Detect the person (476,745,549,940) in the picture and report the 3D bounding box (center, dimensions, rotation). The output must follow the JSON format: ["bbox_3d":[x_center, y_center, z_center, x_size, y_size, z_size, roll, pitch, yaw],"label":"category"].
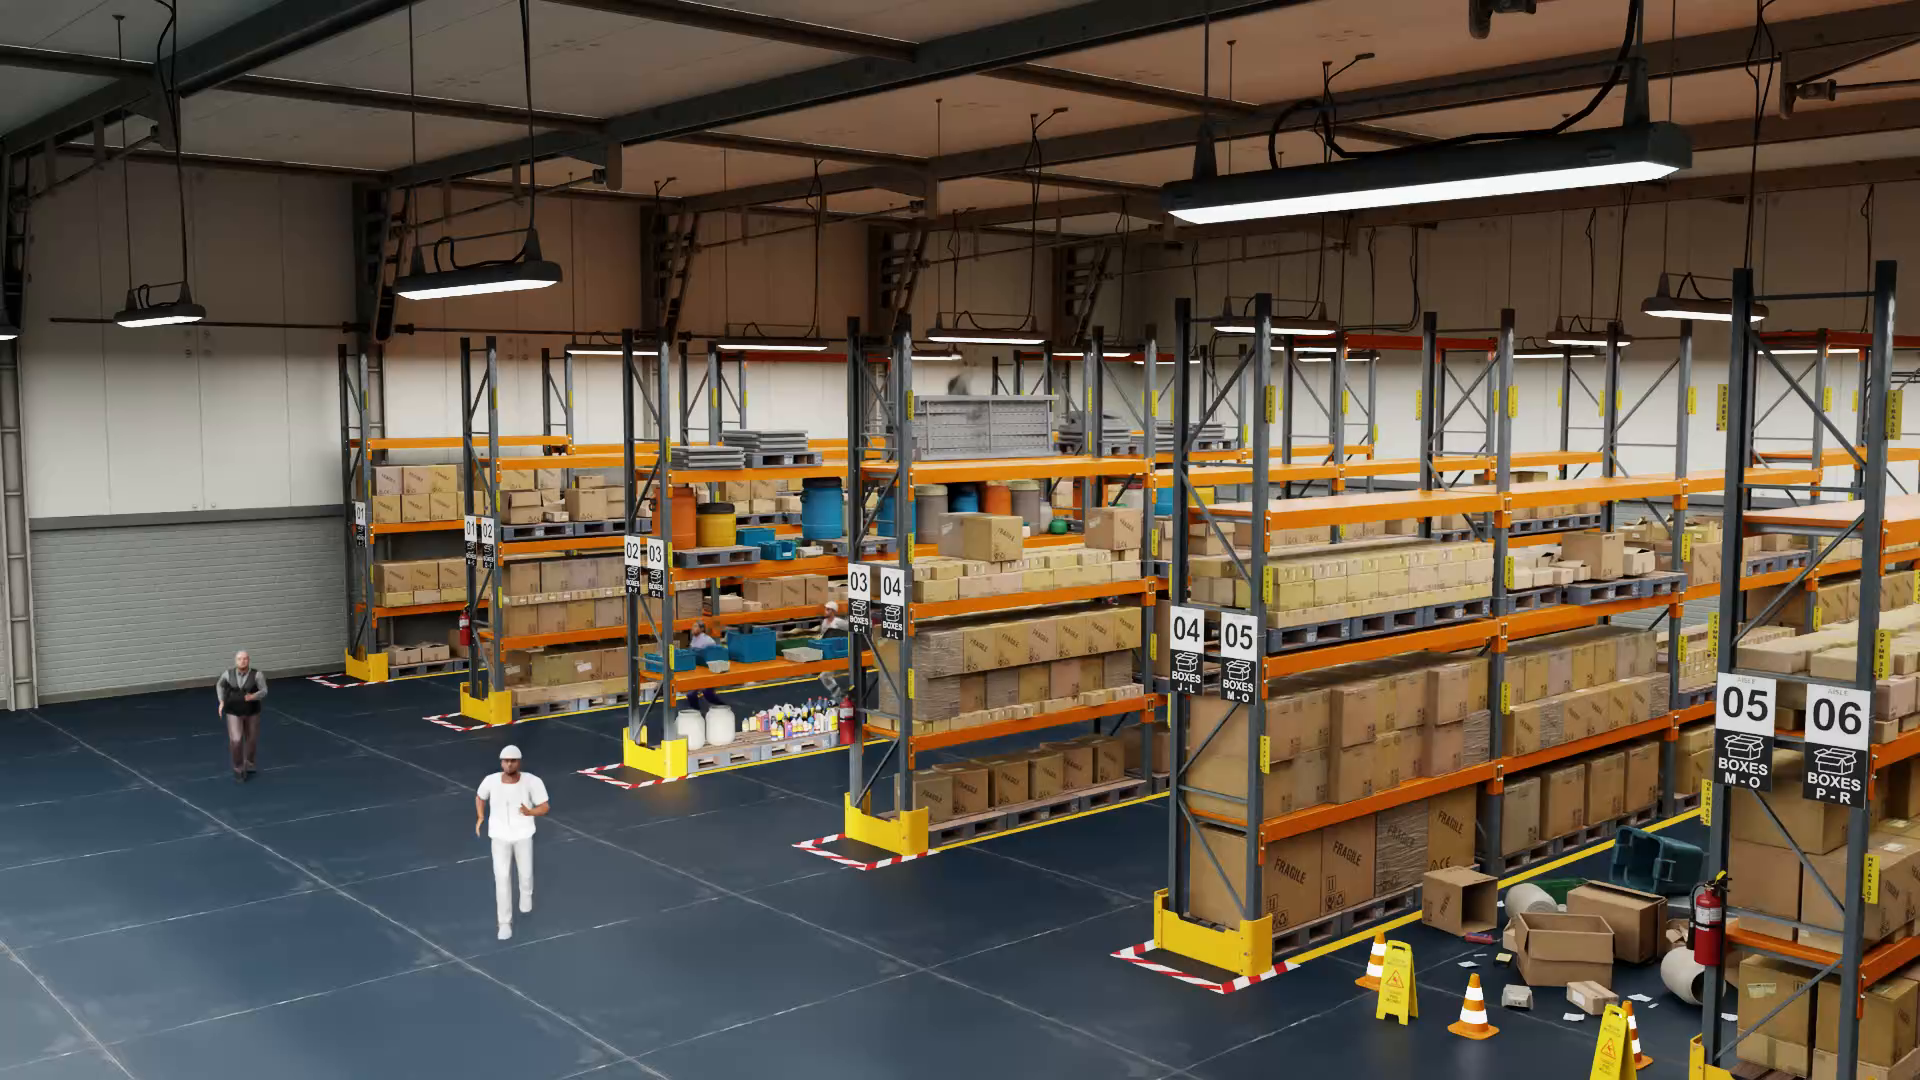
[{"bbox_3d":[-4.291,2.834,15.940,0.703,1.747,0.991,-1,5,-11],"label":"person"}]

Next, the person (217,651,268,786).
[{"bbox_3d":[-9.468,2.345,21.980,0.620,1.775,0.833,-2,6,-25],"label":"person"}]

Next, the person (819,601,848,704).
[{"bbox_3d":[-2.111,1.871,26.995,0.592,1.739,0.673,-5,7,-43],"label":"person"}]

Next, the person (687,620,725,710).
[{"bbox_3d":[-3.886,2.075,25.625,0.612,1.715,0.721,5,7,42],"label":"person"}]
